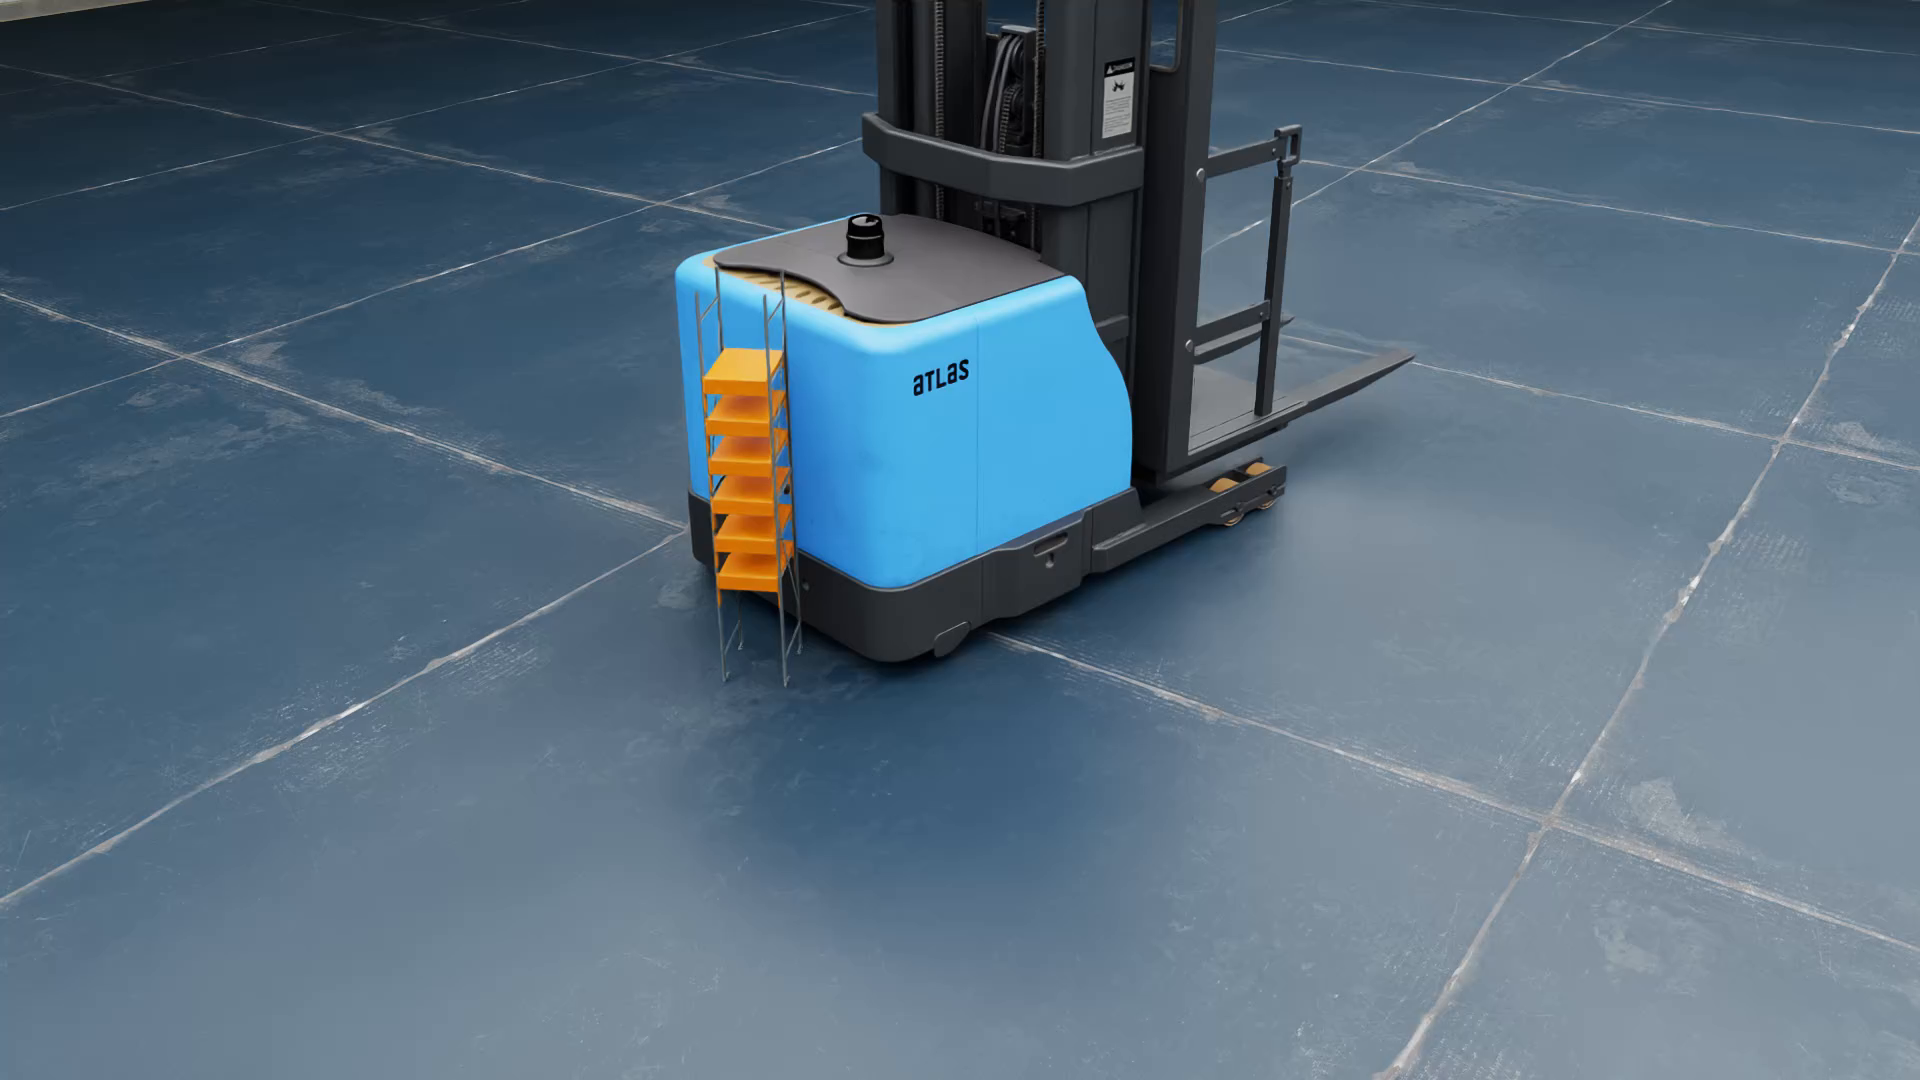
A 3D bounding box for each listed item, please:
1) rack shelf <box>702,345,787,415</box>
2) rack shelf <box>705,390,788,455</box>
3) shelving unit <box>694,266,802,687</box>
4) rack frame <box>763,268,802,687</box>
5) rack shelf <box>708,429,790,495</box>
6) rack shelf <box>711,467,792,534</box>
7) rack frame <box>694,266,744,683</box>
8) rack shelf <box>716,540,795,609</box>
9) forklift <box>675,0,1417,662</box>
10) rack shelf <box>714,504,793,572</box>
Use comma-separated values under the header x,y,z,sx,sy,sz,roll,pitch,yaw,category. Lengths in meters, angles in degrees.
x,y,z,sx,sy,sz,roll,pitch,yaw,category
-0.592,-0.445,4.603,0.180,0.103,0.258,3,27,6,rack shelf
-0.592,-0.337,4.657,0.180,0.103,0.258,3,27,6,rack shelf
-0.593,-0.163,4.745,0.189,1.200,0.258,3,27,6,shelving unit
-0.502,-0.158,4.735,0.006,1.200,0.240,3,27,6,rack frame
-0.593,-0.230,4.711,0.180,0.103,0.258,3,27,6,rack shelf
-0.593,-0.123,4.765,0.180,0.103,0.258,3,27,6,rack shelf
-0.684,-0.167,4.754,0.006,1.200,0.240,3,27,6,rack frame
-0.593,0.092,4.872,0.180,0.103,0.258,3,27,6,rack shelf
0.530,-1.507,5.481,3.031,2.935,1.130,-23,35,-38,forklift
-0.593,-0.016,4.819,0.180,0.103,0.258,3,27,6,rack shelf
